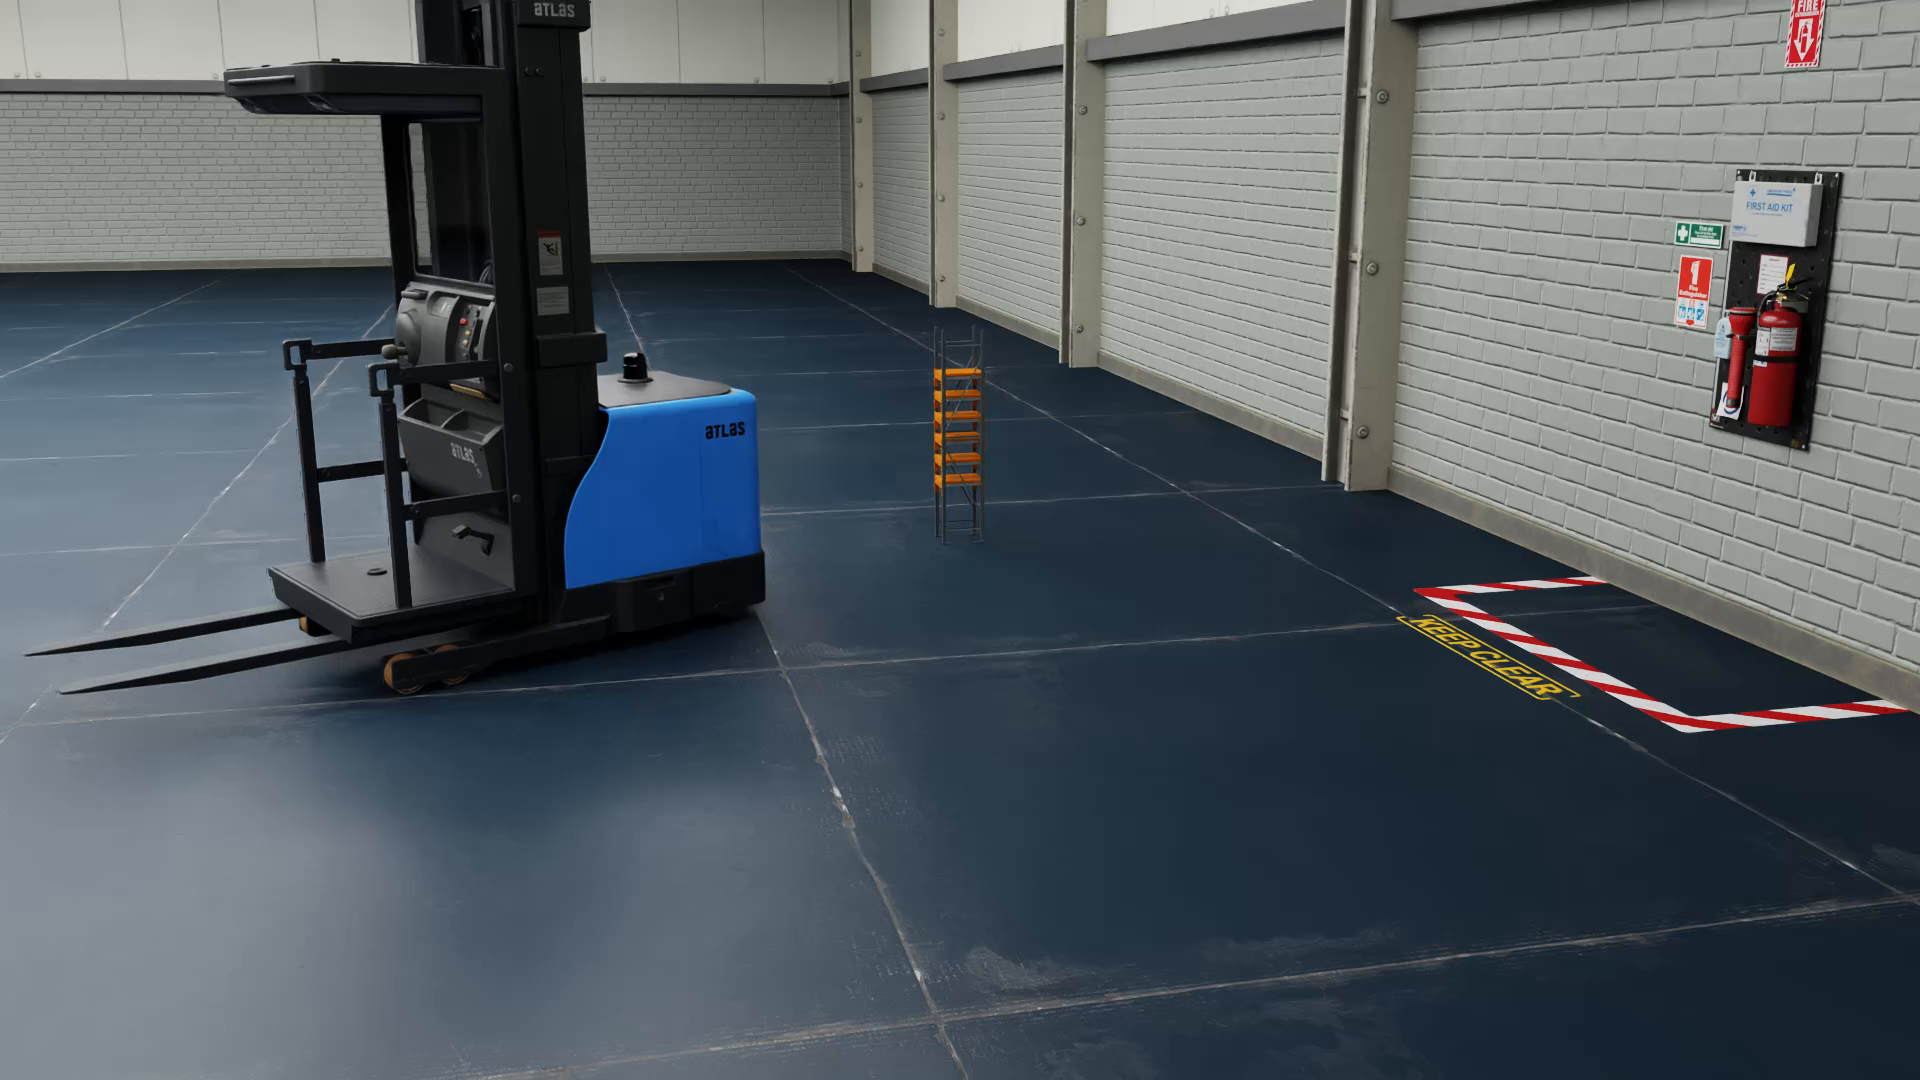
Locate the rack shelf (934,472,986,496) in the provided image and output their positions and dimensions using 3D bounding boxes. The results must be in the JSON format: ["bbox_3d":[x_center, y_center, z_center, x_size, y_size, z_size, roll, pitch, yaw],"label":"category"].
[{"bbox_3d":[-0.003,-0.310,9.366,0.258,0.103,0.180,-3,14,-13],"label":"rack shelf"}]

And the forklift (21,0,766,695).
[{"bbox_3d":[-2.385,-0.930,7.060,3.031,2.935,1.130,-11,18,-39],"label":"forklift"}]

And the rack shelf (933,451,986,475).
[{"bbox_3d":[-0.003,-0.426,9.337,0.258,0.103,0.180,-3,14,-13],"label":"rack shelf"}]

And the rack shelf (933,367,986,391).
[{"bbox_3d":[-0.003,-0.893,9.223,0.258,0.103,0.180,-3,14,-13],"label":"rack shelf"}]

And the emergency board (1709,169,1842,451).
[{"bbox_3d":[3.469,-1.014,7.257,0.194,1.169,0.643,-3,14,-13],"label":"emergency board"}]

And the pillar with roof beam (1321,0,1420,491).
[{"bbox_3d":[-1.582,-4.500,8.886,9.100,9.000,0.400,-3,14,-13],"label":"pillar with roof beam"}]

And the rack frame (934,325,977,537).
[{"bbox_3d":[-0.025,-0.607,9.385,0.240,1.200,0.006,-3,14,-13],"label":"rack frame"}]

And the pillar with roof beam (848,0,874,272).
[{"bbox_3d":[-5.809,-8.653,25.883,9.100,9.000,0.400,-3,14,-13],"label":"pillar with roof beam"}]

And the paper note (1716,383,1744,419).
[{"bbox_3d":[3.494,-0.631,7.545,0.016,0.148,0.142,-3,14,-13],"label":"paper note"}]

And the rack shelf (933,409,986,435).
[{"bbox_3d":[-0.003,-0.660,9.280,0.258,0.103,0.180,-3,14,-13],"label":"rack shelf"}]

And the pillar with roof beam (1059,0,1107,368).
[{"bbox_3d":[-2.991,-5.884,14.552,9.100,9.000,0.400,-3,14,-13],"label":"pillar with roof beam"}]

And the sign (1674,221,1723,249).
[{"bbox_3d":[3.431,-1.421,7.729,0.001,0.109,0.331,-3,14,-13],"label":"sign"}]

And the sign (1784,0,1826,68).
[{"bbox_3d":[3.564,-2.148,7.012,0.001,0.298,0.199,-3,14,-13],"label":"sign"}]

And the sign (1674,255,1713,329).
[{"bbox_3d":[3.439,-1.165,7.799,0.001,0.329,0.234,-3,14,-13],"label":"sign"}]

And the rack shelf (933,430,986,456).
[{"bbox_3d":[-0.003,-0.543,9.309,0.258,0.103,0.180,-3,14,-13],"label":"rack shelf"}]

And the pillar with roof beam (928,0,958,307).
[{"bbox_3d":[-4.400,-7.269,20.217,9.100,9.000,0.400,-3,14,-13],"label":"pillar with roof beam"}]

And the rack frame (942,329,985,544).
[{"bbox_3d":[0.018,-0.565,9.212,0.240,1.200,0.006,-3,14,-13],"label":"rack frame"}]

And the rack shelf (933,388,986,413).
[{"bbox_3d":[-0.003,-0.776,9.252,0.258,0.103,0.180,-3,14,-13],"label":"rack shelf"}]

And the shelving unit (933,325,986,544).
[{"bbox_3d":[-0.003,-0.586,9.298,0.258,1.200,0.189,-3,14,-13],"label":"shelving unit"}]
